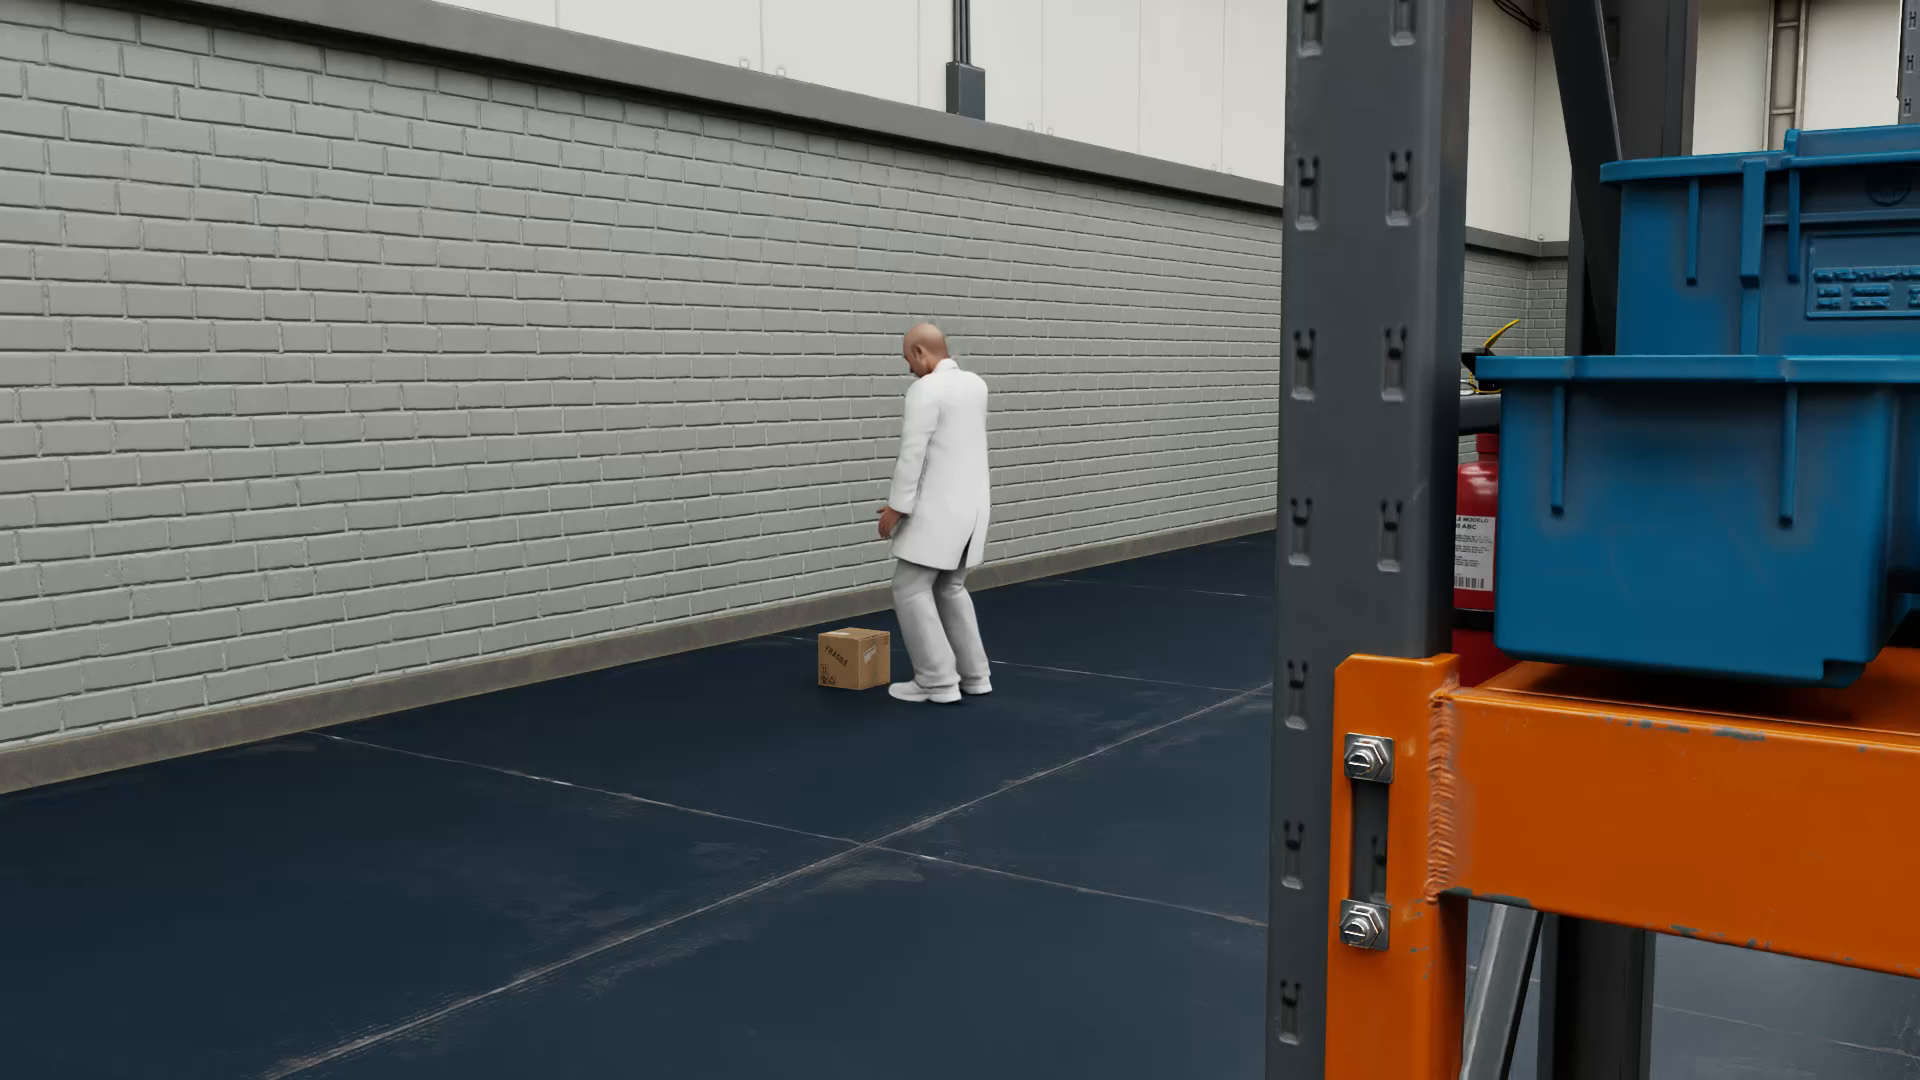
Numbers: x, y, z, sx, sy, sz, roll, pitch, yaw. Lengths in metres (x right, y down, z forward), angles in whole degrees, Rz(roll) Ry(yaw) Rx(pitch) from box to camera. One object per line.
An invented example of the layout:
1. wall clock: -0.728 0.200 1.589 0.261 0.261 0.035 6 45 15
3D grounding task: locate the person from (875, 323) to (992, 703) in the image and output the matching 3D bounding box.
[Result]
1. person: -0.100 -0.126 7.675 0.416 1.737 0.587 4 8 35
